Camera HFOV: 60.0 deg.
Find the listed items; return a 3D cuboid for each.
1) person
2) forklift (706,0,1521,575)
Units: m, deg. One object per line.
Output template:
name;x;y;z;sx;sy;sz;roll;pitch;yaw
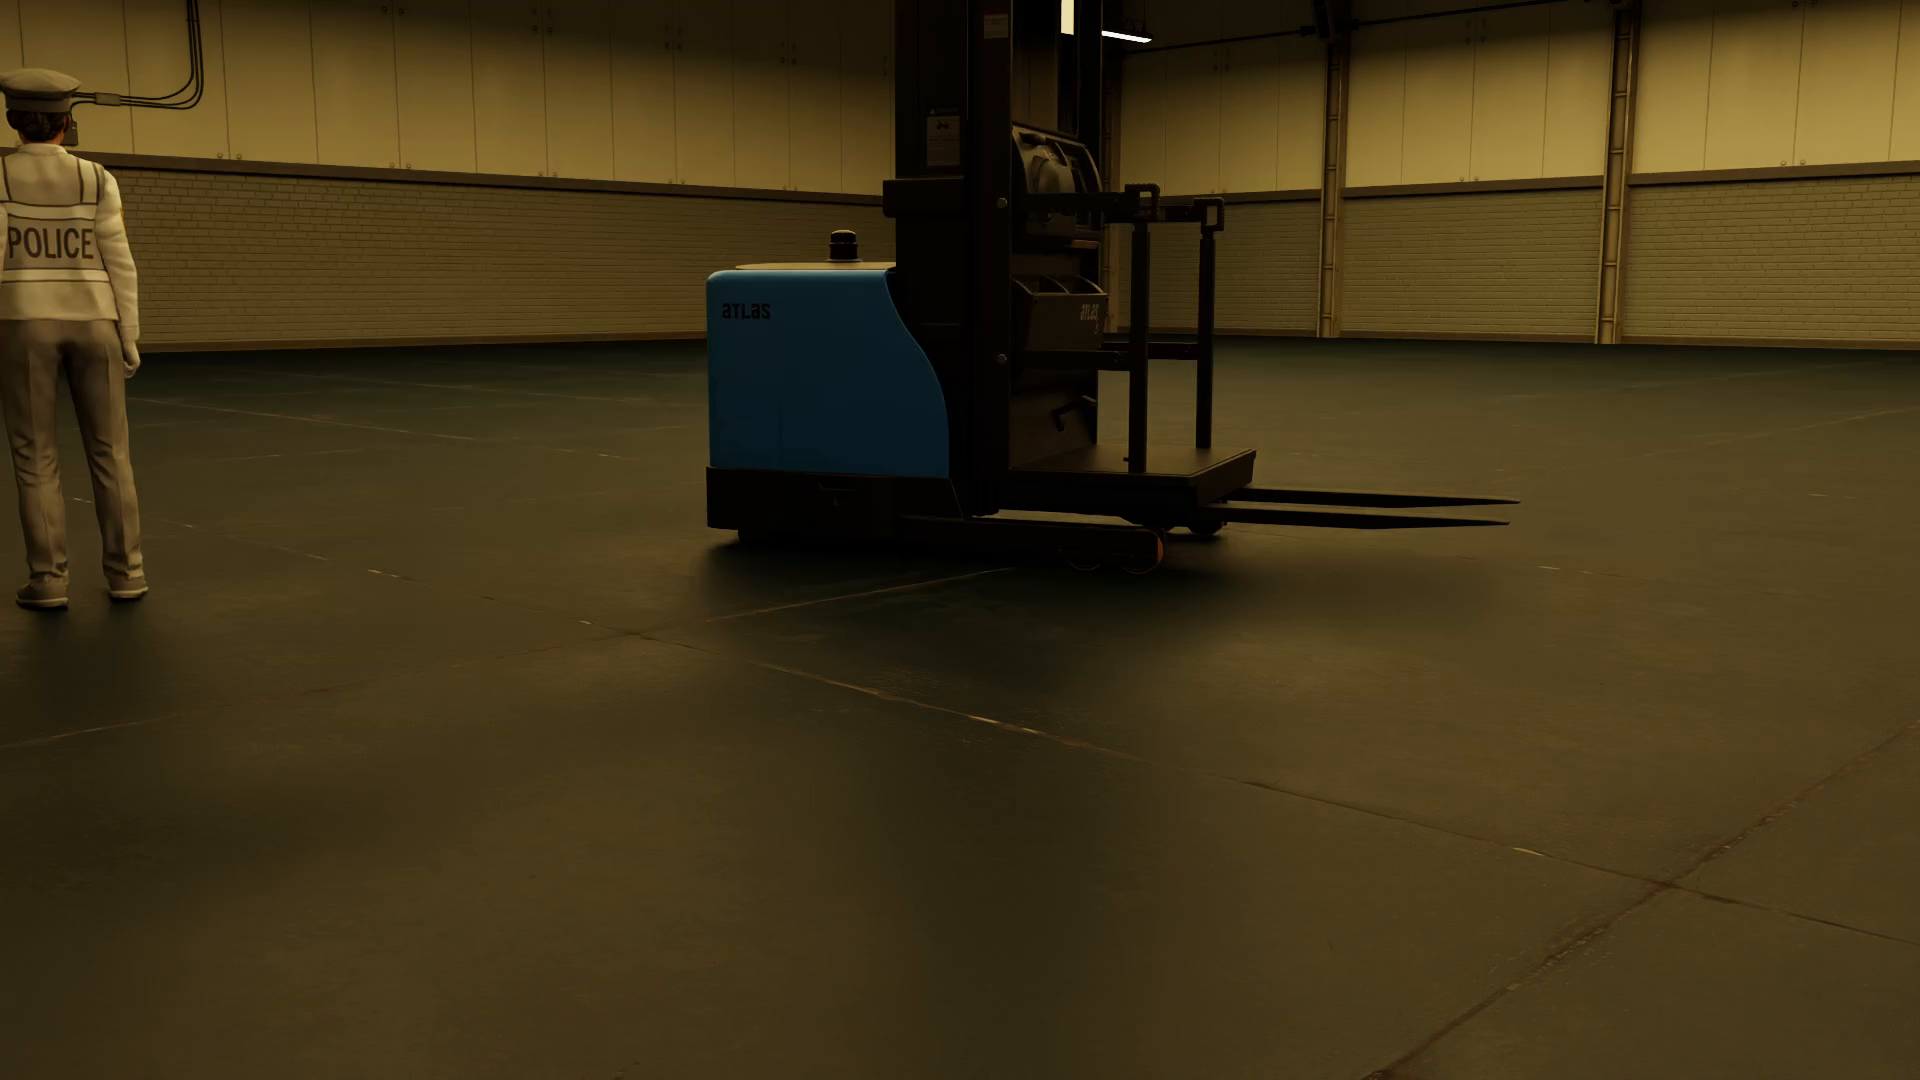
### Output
person;-2.863;-0.635;5.274;0.473;1.691;0.331;-6;10;-34
forklift;0.565;-1.416;6.275;3.031;2.935;1.130;3;9;22
